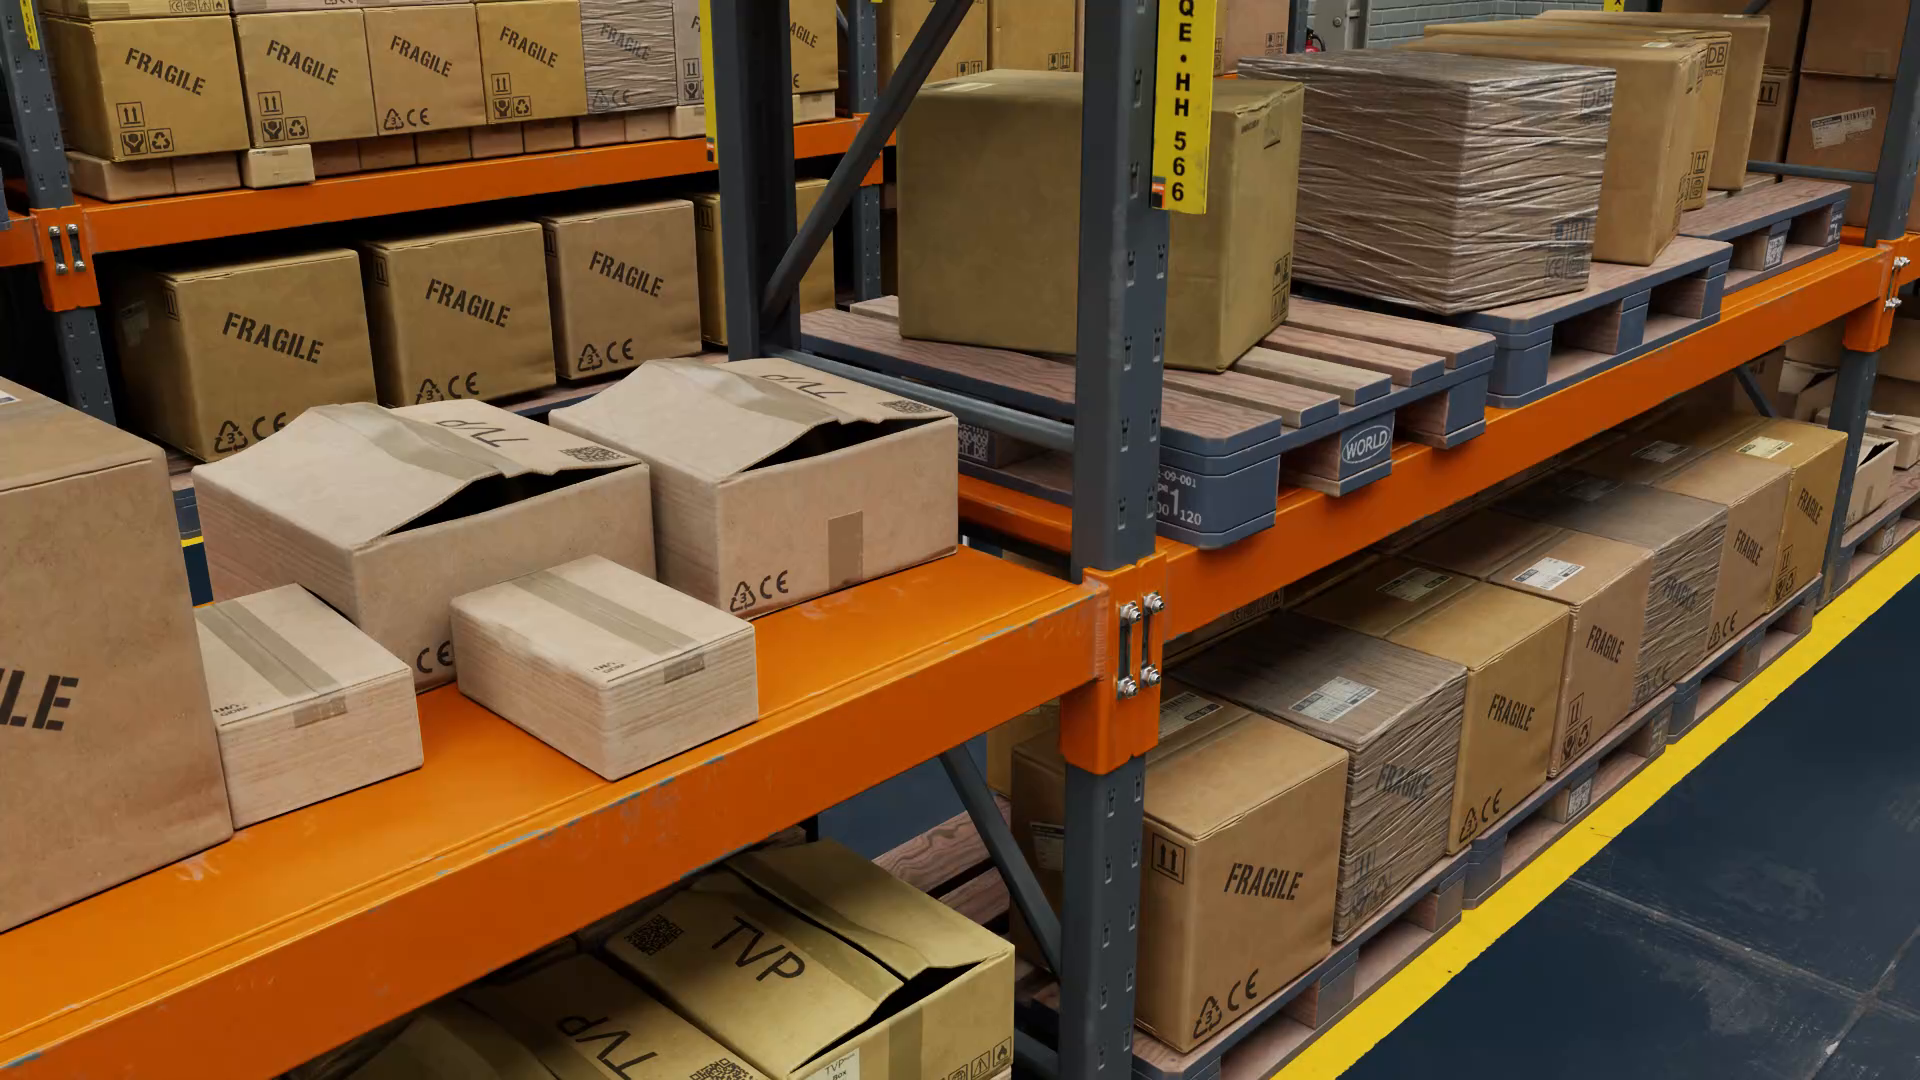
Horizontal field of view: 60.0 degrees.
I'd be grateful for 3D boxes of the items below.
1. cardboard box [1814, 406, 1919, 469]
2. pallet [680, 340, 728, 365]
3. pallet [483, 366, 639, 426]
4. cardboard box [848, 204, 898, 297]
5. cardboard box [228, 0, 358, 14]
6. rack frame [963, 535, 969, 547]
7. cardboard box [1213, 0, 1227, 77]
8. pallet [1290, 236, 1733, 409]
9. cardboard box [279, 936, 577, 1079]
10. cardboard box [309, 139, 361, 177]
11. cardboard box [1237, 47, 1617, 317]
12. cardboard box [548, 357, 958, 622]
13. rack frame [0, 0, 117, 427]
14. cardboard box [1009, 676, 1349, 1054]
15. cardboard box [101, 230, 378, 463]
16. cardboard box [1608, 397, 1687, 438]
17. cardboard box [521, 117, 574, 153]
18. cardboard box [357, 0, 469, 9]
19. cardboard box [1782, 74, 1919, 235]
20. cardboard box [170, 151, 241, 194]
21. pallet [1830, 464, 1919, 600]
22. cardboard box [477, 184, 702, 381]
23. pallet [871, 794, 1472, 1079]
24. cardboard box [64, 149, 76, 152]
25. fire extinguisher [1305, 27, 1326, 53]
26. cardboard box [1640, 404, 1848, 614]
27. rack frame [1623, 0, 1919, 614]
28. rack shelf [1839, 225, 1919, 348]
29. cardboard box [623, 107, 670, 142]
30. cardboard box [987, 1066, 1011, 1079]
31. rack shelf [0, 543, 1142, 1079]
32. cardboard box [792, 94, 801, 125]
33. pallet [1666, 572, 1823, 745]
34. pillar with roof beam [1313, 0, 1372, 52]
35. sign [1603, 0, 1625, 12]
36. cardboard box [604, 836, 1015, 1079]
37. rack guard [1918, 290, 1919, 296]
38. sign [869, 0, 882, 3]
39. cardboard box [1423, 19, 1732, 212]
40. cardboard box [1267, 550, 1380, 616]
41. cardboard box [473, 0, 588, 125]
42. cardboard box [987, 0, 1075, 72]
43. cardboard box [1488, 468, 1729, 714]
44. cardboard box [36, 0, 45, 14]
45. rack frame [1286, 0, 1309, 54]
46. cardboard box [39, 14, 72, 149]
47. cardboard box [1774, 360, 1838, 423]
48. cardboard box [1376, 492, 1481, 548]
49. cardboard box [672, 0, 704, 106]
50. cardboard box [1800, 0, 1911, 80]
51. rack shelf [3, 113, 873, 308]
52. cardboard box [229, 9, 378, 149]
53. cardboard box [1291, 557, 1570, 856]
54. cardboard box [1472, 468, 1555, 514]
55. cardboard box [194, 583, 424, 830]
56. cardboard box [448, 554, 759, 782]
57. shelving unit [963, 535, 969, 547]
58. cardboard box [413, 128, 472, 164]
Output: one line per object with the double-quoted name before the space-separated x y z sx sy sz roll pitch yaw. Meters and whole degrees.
"cardboard box" 3.768 -0.441 6.877 0.380 0.166 0.250 19 28 41
"pallet" -1.313 -1.000 8.881 1.003 0.211 1.213 19 28 41
"pallet" -2.164 -0.685 8.061 1.003 0.211 1.213 19 28 41
"cardboard box" -0.233 -1.714 9.753 0.700 0.500 0.500 20 29 41
"cardboard box" -2.743 -2.226 6.557 0.500 0.250 0.500 19 28 40
"rack frame" -0.055 -0.540 6.307 0.240 1.200 0.015 19 28 41
"cardboard box" 1.114 -3.363 10.726 0.980 0.700 0.700 19 28 40
"pallet" 1.286 -0.663 4.386 1.003 0.211 1.213 19 28 41
"cardboard box" -1.003 0.773 2.849 0.500 0.311 0.500 18 28 39
"cardboard box" -2.708 -1.614 6.916 0.380 0.149 0.250 19 28 40
"cardboard box" 1.067 -0.872 3.936 0.500 0.500 0.700 -14 25 -32
"cardboard box" -0.352 -0.127 2.849 0.500 0.311 0.500 -18 27 -39
"rack frame" -3.619 -1.490 6.271 1.000 3.000 0.127 19 28 41
"cardboard box" 0.455 0.665 3.536 0.500 0.500 0.500 -19 28 -40
"cardboard box" -3.012 -0.839 6.988 0.750 0.750 0.750 19 28 40
"cardboard box" 2.211 -0.255 5.928 0.500 0.500 0.500 18 27 38
"cardboard box" -1.973 -1.872 7.586 0.250 0.149 0.380 -19 28 -40
"cardboard box" -2.397 -2.355 6.894 0.500 0.250 0.500 20 28 41
"cardboard box" 3.274 -1.389 5.868 0.500 0.500 0.500 -19 28 -41
"cardboard box" -3.041 -1.472 6.545 0.250 0.149 0.380 -20 29 -41
"pallet" 3.203 -0.154 6.682 1.003 0.211 1.213 19 28 41
"cardboard box" -1.807 -1.282 8.141 0.750 0.750 0.750 -19 28 -40
"pallet" 0.481 0.868 4.023 1.003 0.211 1.213 19 28 41
"cardboard box" -3.575 -1.530 6.697 0.250 0.149 0.380 -20 28 -41
"fire extinguisher" 2.398 -3.260 11.502 0.296 0.674 0.183 19 28 41
"cardboard box" 2.585 -0.120 5.576 0.500 0.500 0.500 19 28 40
"rack frame" 2.724 -1.280 5.723 1.000 3.000 0.127 19 28 41
"rack shelf" 4.119 -1.458 7.190 1.077 0.370 4.000 19 28 41
"cardboard box" -1.594 -1.998 7.914 0.380 0.149 0.250 19 28 41
"cardboard box" -0.259 1.032 2.955 0.500 0.250 0.500 -19 28 -41
"rack shelf" -1.462 0.598 1.839 1.077 0.370 4.000 19 28 41
"cardboard box" -1.020 -2.182 8.393 0.250 0.149 0.380 -20 28 -41
"pallet" 2.183 0.241 5.655 1.003 0.211 1.213 19 28 41
"pillar with roof beam" 6.310 -6.180 10.111 9.100 9.000 0.400 19 28 41
"sign" 2.329 -1.818 5.916 0.100 0.325 0.005 19 28 41
"cardboard box" -0.256 0.771 2.854 0.500 0.311 0.500 -19 28 -41
"rack guard" 5.461 -1.122 8.796 1.175 0.500 0.348 19 28 41
"sign" -0.433 -2.889 8.406 0.100 0.325 0.005 19 28 41
"cardboard box" 1.799 -1.264 4.957 0.500 0.500 0.700 -15 26 -34
"cardboard box" 0.779 0.278 4.542 0.500 0.500 0.500 18 27 39
"cardboard box" -2.020 -2.141 7.383 0.500 0.500 0.500 -19 28 -41
"cardboard box" 0.075 -2.980 9.729 0.980 0.700 0.700 18 28 39
"cardboard box" 1.884 0.134 4.916 0.500 0.500 0.500 20 29 41
"cardboard box" -3.488 -2.217 6.534 0.500 0.250 0.500 -19 28 -41
"rack frame" 1.962 -3.547 11.621 1.000 3.000 0.127 19 28 41
"cardboard box" -3.478 -1.873 6.684 0.500 0.500 0.500 19 28 41
"cardboard box" 3.441 -0.640 7.194 0.500 0.311 0.500 19 28 41
"cardboard box" 1.164 -0.219 4.788 0.500 0.250 0.500 19 28 40
"cardboard box" -1.319 -2.398 8.051 0.500 0.500 0.500 20 28 41
"cardboard box" 3.254 -1.844 5.658 0.500 0.500 0.500 -19 28 -41
"rack shelf" -2.224 -1.669 7.738 1.077 0.370 4.000 19 28 41
"cardboard box" -2.724 -1.878 6.698 0.500 0.500 0.500 -19 28 -40
"cardboard box" 1.170 0.401 4.222 0.500 0.500 0.500 19 28 40
"cardboard box" 1.493 0.012 5.234 0.500 0.500 0.500 20 29 41
"cardboard box" -0.916 0.208 2.203 0.250 0.149 0.380 -18 27 -38
"cardboard box" -0.496 0.166 2.311 0.380 0.149 0.250 19 28 41
"shelving unit" 0.115 -0.603 6.470 0.258 1.200 0.503 19 28 41
"cardboard box" -2.345 -1.747 7.260 0.250 0.149 0.380 -20 28 -41
